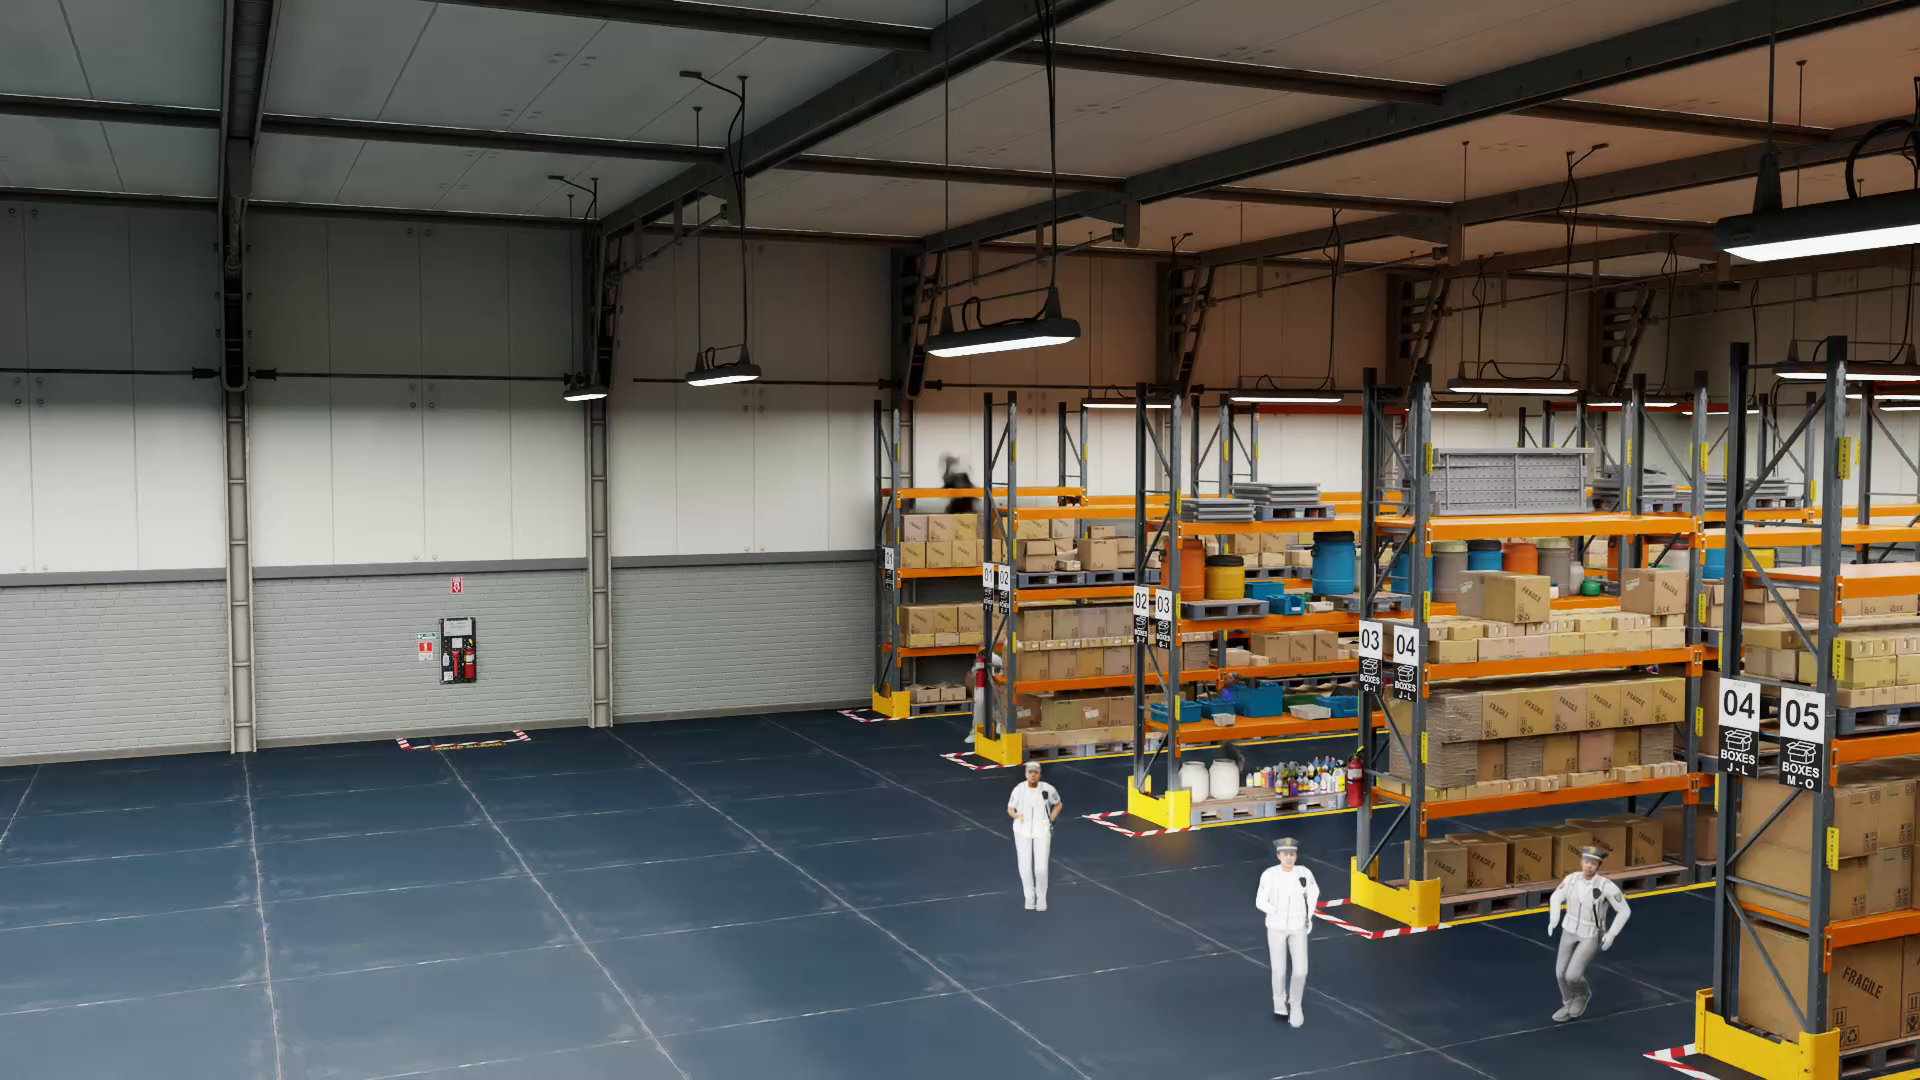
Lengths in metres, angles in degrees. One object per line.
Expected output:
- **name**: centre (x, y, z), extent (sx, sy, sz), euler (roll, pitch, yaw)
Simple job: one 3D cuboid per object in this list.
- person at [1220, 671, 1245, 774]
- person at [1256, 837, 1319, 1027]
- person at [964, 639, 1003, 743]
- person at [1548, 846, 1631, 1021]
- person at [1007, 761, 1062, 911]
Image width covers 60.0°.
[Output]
- **person**: centre (4.169, 2.845, 25.776), extent (0.572, 1.618, 0.563), euler (-2, 4, -35)
- **person**: centre (2.910, 3.473, 14.750), extent (0.564, 1.702, 0.673), euler (0, 3, 8)
- **person**: centre (0.427, 2.606, 28.976), extent (0.905, 1.788, 0.747), euler (-2, 4, -33)
- **person**: centre (5.500, 3.494, 14.681), extent (0.522, 1.635, 0.674), euler (-3, 4, -41)
- **person**: centre (0.814, 3.296, 18.398), extent (0.598, 1.693, 0.581), euler (0, 3, 8)
